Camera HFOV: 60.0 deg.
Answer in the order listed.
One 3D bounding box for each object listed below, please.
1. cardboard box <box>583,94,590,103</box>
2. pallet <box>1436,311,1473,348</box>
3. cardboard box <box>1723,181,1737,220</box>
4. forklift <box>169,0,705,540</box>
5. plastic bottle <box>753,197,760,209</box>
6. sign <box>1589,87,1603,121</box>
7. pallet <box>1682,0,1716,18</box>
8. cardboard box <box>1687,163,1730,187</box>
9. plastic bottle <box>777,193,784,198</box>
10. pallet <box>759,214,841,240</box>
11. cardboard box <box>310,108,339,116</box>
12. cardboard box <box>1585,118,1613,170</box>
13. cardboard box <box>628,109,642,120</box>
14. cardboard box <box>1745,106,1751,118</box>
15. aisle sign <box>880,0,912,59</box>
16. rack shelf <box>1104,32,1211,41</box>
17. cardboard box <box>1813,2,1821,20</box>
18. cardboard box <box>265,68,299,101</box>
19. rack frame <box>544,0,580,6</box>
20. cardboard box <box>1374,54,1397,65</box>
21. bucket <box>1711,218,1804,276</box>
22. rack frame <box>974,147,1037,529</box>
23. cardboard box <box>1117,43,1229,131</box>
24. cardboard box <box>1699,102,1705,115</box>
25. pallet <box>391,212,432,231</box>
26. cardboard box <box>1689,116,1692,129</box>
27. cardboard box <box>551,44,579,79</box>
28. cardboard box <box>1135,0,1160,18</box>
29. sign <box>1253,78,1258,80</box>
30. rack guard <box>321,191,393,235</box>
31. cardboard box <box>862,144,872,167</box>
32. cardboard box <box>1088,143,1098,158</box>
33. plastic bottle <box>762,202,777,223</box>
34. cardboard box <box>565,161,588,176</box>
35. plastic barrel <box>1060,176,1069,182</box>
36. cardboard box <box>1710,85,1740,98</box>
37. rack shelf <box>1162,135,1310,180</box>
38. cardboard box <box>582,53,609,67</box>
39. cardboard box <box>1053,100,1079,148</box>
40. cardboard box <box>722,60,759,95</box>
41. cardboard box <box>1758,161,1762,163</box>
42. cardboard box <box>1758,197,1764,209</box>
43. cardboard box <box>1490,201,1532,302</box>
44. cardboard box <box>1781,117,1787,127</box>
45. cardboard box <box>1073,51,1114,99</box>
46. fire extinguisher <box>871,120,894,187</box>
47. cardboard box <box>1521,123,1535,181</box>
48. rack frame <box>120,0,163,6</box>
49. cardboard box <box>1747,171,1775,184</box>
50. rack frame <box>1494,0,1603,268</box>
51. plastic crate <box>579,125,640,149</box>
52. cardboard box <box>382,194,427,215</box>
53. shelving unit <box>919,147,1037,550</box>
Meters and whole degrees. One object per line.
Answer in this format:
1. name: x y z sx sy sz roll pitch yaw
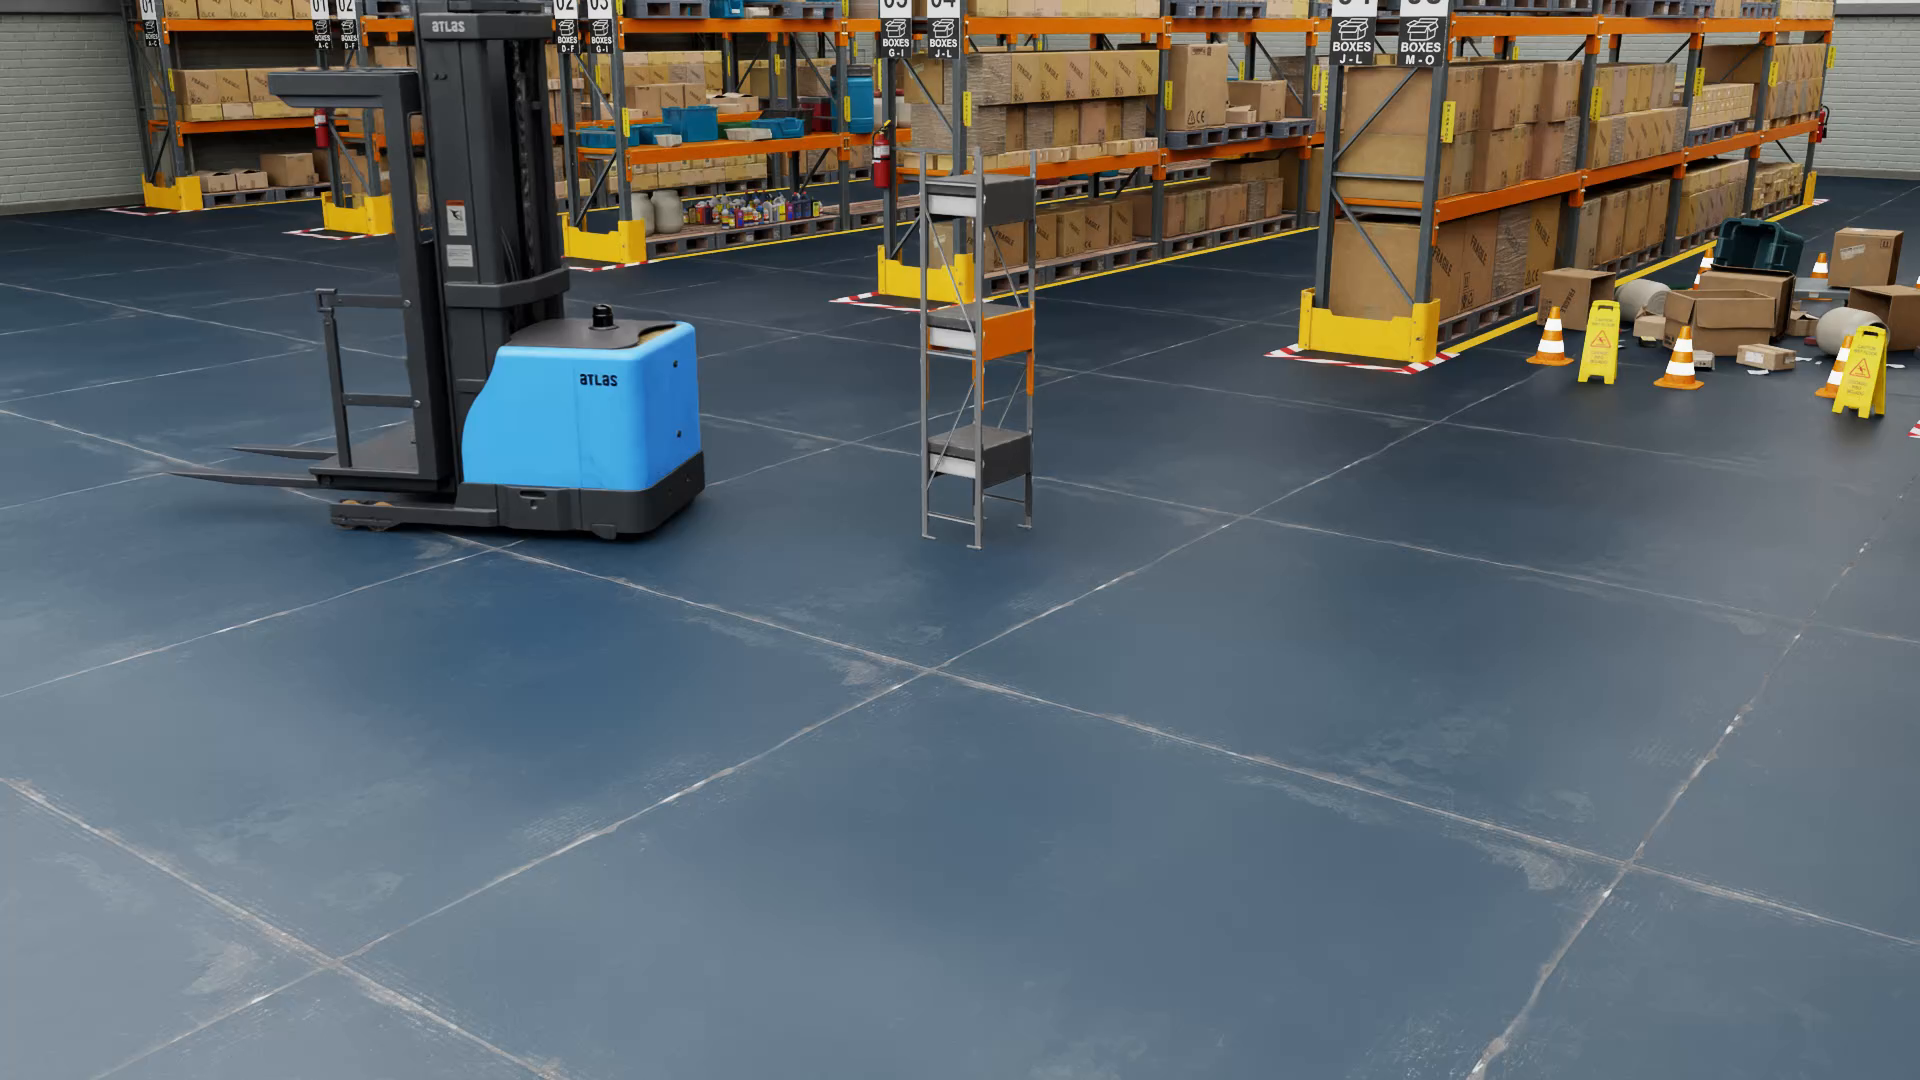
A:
1. cardboard box: -7.153 -8.433 31.731 0.380 0.149 0.250 12 21 34
2. pallet: 3.969 -1.947 15.156 1.003 0.211 1.213 12 21 35
3. cardboard box: 10.161 -4.596 22.493 0.500 0.500 0.500 12 21 33
4. forklift: -3.102 -1.597 9.444 3.031 2.935 1.130 3 18 10
5. plastic bottle: -2.765 -4.535 22.648 0.097 0.271 0.097 0 17 0
6. sign: 6.386 -4.380 16.698 0.100 0.325 0.005 12 21 35
7. pallet: 7.981 -6.159 19.280 1.213 0.211 1.003 14 22 37
8. cardboard box: 9.845 -4.827 21.971 0.500 0.250 0.500 11 21 32
9. plastic bottle: -2.504 -4.711 23.215 0.097 0.271 0.097 0 17 0
10. pallet: -2.395 -4.318 22.793 1.003 0.211 1.213 12 21 35
11. cardboard box: -10.548 -7.085 27.220 0.500 0.250 0.500 12 21 34
12. cardboard box: 6.469 -4.152 17.388 0.500 0.500 0.500 13 21 35
13. cardboard box: -5.246 -6.734 26.293 0.380 0.149 0.250 12 21 35
14. cardboard box: 10.628 -5.883 22.846 0.380 0.149 0.250 12 21 33
15. aisle sign: -0.645 -5.254 16.722 0.394 0.787 0.004 12 21 35
16. rack shelf: 3.997 -9.273 30.203 1.077 0.370 4.000 12 21 35
17. cardboard box: 12.426 -7.852 24.666 0.500 0.250 0.500 14 22 37
18. cardboard box: -10.862 -7.320 26.713 0.500 0.500 0.500 13 22 36
19. rack frame: -5.938 -9.544 24.803 1.000 3.000 0.127 12 21 35
20. cardboard box: 6.409 -7.206 25.530 0.797 0.503 0.637 12 21 33
21. bucket: 7.710 -2.750 15.997 0.620 0.611 0.726 0 14 -35
22. rack frame: 0.244 -1.100 9.246 0.400 2.100 0.015 12 21 35
23. cardboard box: 2.602 -5.579 20.431 1.000 1.000 1.000 13 21 35
24. cardboard box: 9.088 -5.411 20.824 0.380 0.149 0.250 12 21 33
25. pallet: -7.899 -4.584 23.649 1.003 0.211 1.213 12 21 35
26. cardboard box: 8.751 -5.131 20.424 0.380 0.149 0.250 12 21 34
27. cardboard box: -6.197 -7.239 25.141 0.700 0.500 0.500 13 21 35
28. cardboard box: 1.954 -6.133 19.132 0.500 0.250 0.500 13 22 37
29. sign: 5.640 -8.645 31.750 0.100 0.325 0.005 12 21 35
30. rack guard: -8.335 -4.526 22.977 1.175 0.500 0.348 12 21 35
31. cardboard box: -1.835 -7.197 30.834 0.500 0.500 0.500 13 21 35
32. cardboard box: 1.339 -4.415 18.827 0.380 0.149 0.250 12 21 35
33. plastic bottle: -2.521 -4.347 22.035 0.152 0.276 0.135 13 21 36
34. cardboard box: -5.927 -5.981 26.429 0.500 0.311 0.500 12 21 35
35. plastic barrel: 1.637 -6.306 27.981 0.421 0.512 0.421 0 17 0
36. cardboard box: 10.152 -5.979 22.151 0.380 0.149 0.250 12 21 35
37. rack shelf: 3.208 -5.060 21.693 1.077 0.370 4.000 12 21 35
38. cardboard box: -7.040 -9.133 31.627 0.500 0.250 0.500 13 22 36
39. cardboard box: 0.824 -4.659 18.520 0.875 0.500 0.500 12 21 35
40. cardboard box: -4.815 -9.728 35.007 0.980 0.700 0.700 13 21 36
41. cardboard box: 12.504 -5.943 26.420 0.380 0.149 0.250 11 21 32
42. cardboard box: 11.339 -4.865 23.950 0.380 0.149 0.250 13 22 36
43. cardboard box: 4.974 -2.860 16.270 0.875 0.875 0.875 13 21 35
44. cardboard box: 11.883 -6.144 24.395 0.380 0.149 0.250 14 22 37
45. cardboard box: 1.373 -5.201 18.577 0.500 0.500 0.500 12 21 35
46. fire extinguisher: -0.806 -3.992 17.171 0.296 0.674 0.183 12 21 35
47. cardboard box: 5.003 -3.766 16.059 0.875 0.550 0.550 12 21 35
48. rack frame: -12.302 -9.465 24.551 1.000 3.000 0.127 12 21 35
49. cardboard box: 11.755 -5.337 24.469 0.380 0.149 0.250 13 21 36
50. rack frame: 5.939 -4.027 17.153 1.000 3.000 0.127 12 21 35
51. plastic crate: -4.287 -4.951 20.379 0.499 0.251 0.616 12 21 35
52. cardboard box: -7.823 -4.702 23.255 0.500 0.250 0.500 12 21 35
53. shelving unit: 0.099 -1.042 9.059 0.431 2.100 0.503 12 21 35
